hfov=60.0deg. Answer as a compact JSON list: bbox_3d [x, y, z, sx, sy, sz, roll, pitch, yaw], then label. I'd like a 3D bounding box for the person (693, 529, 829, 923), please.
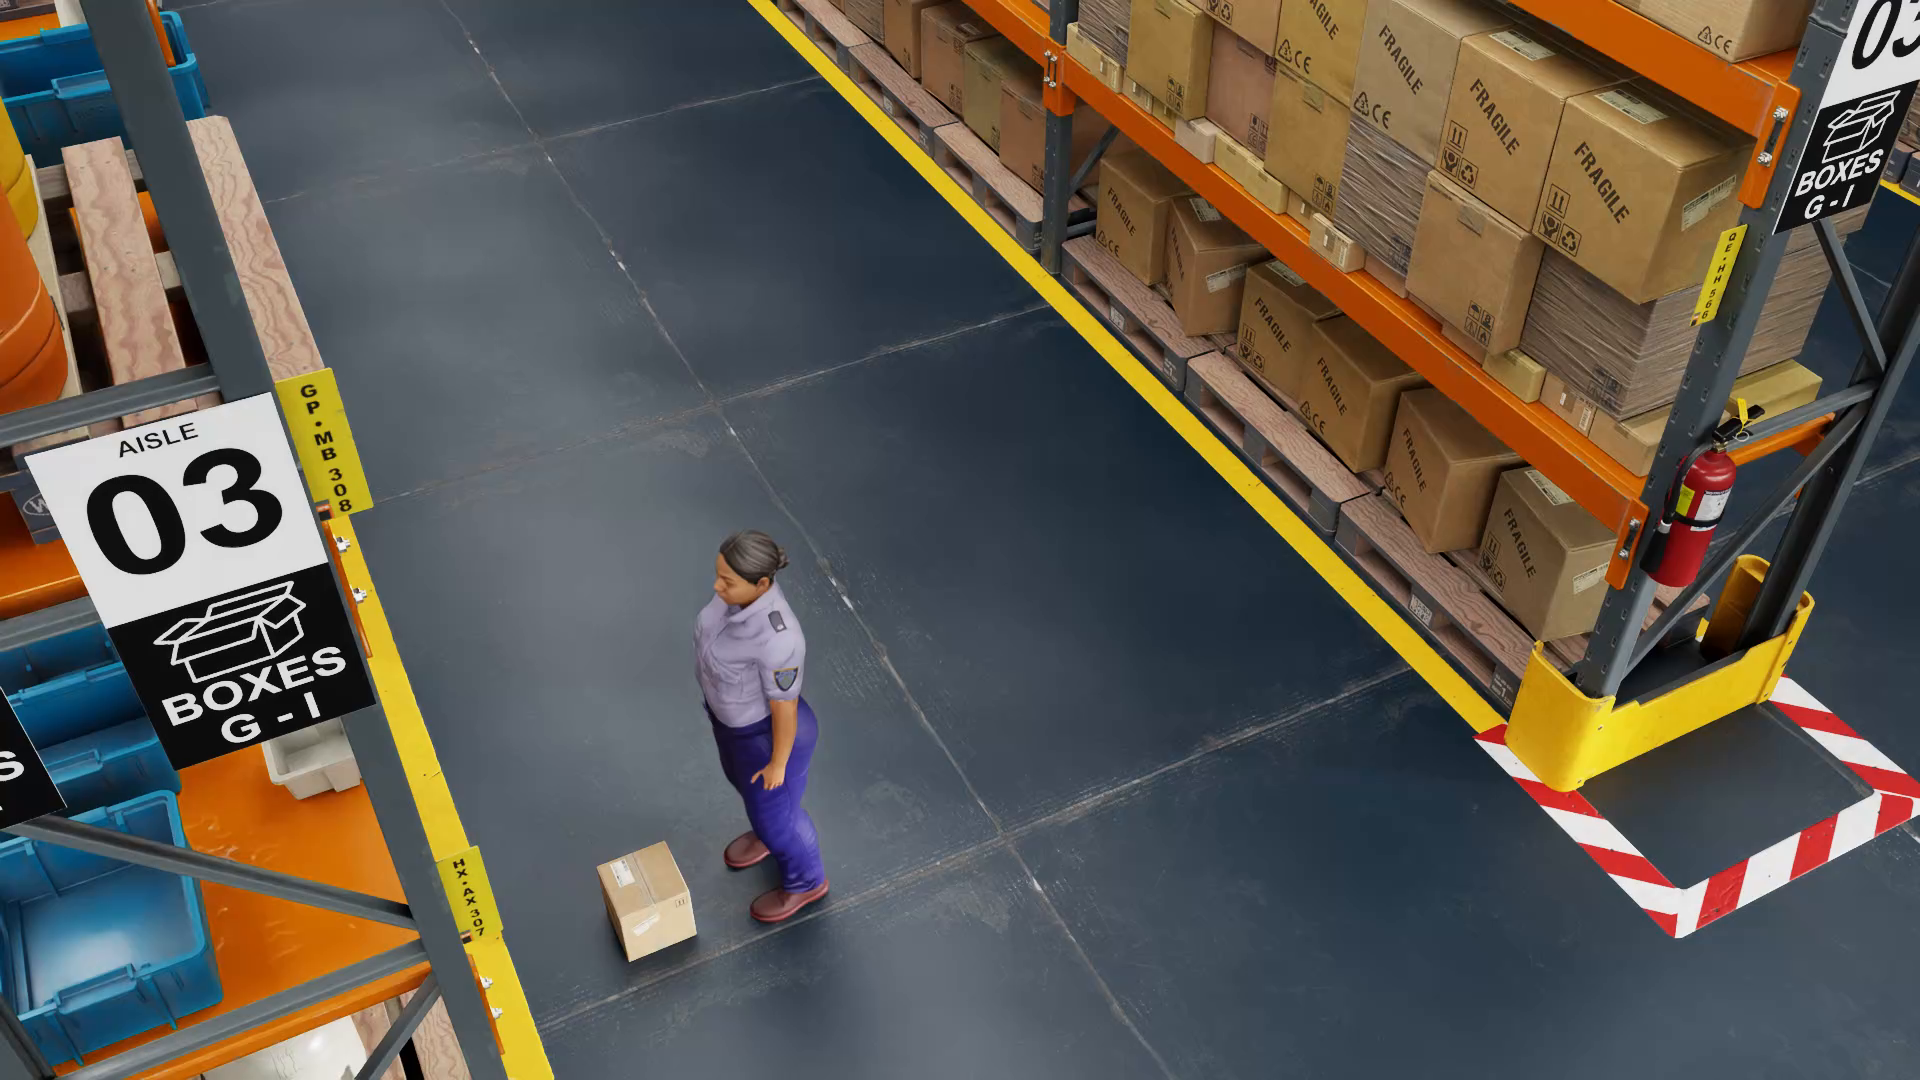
[{"bbox_3d":[-0.661,0.609,5.487,0.343,1.646,0.467,-18,45,-19],"label":"person"}]
